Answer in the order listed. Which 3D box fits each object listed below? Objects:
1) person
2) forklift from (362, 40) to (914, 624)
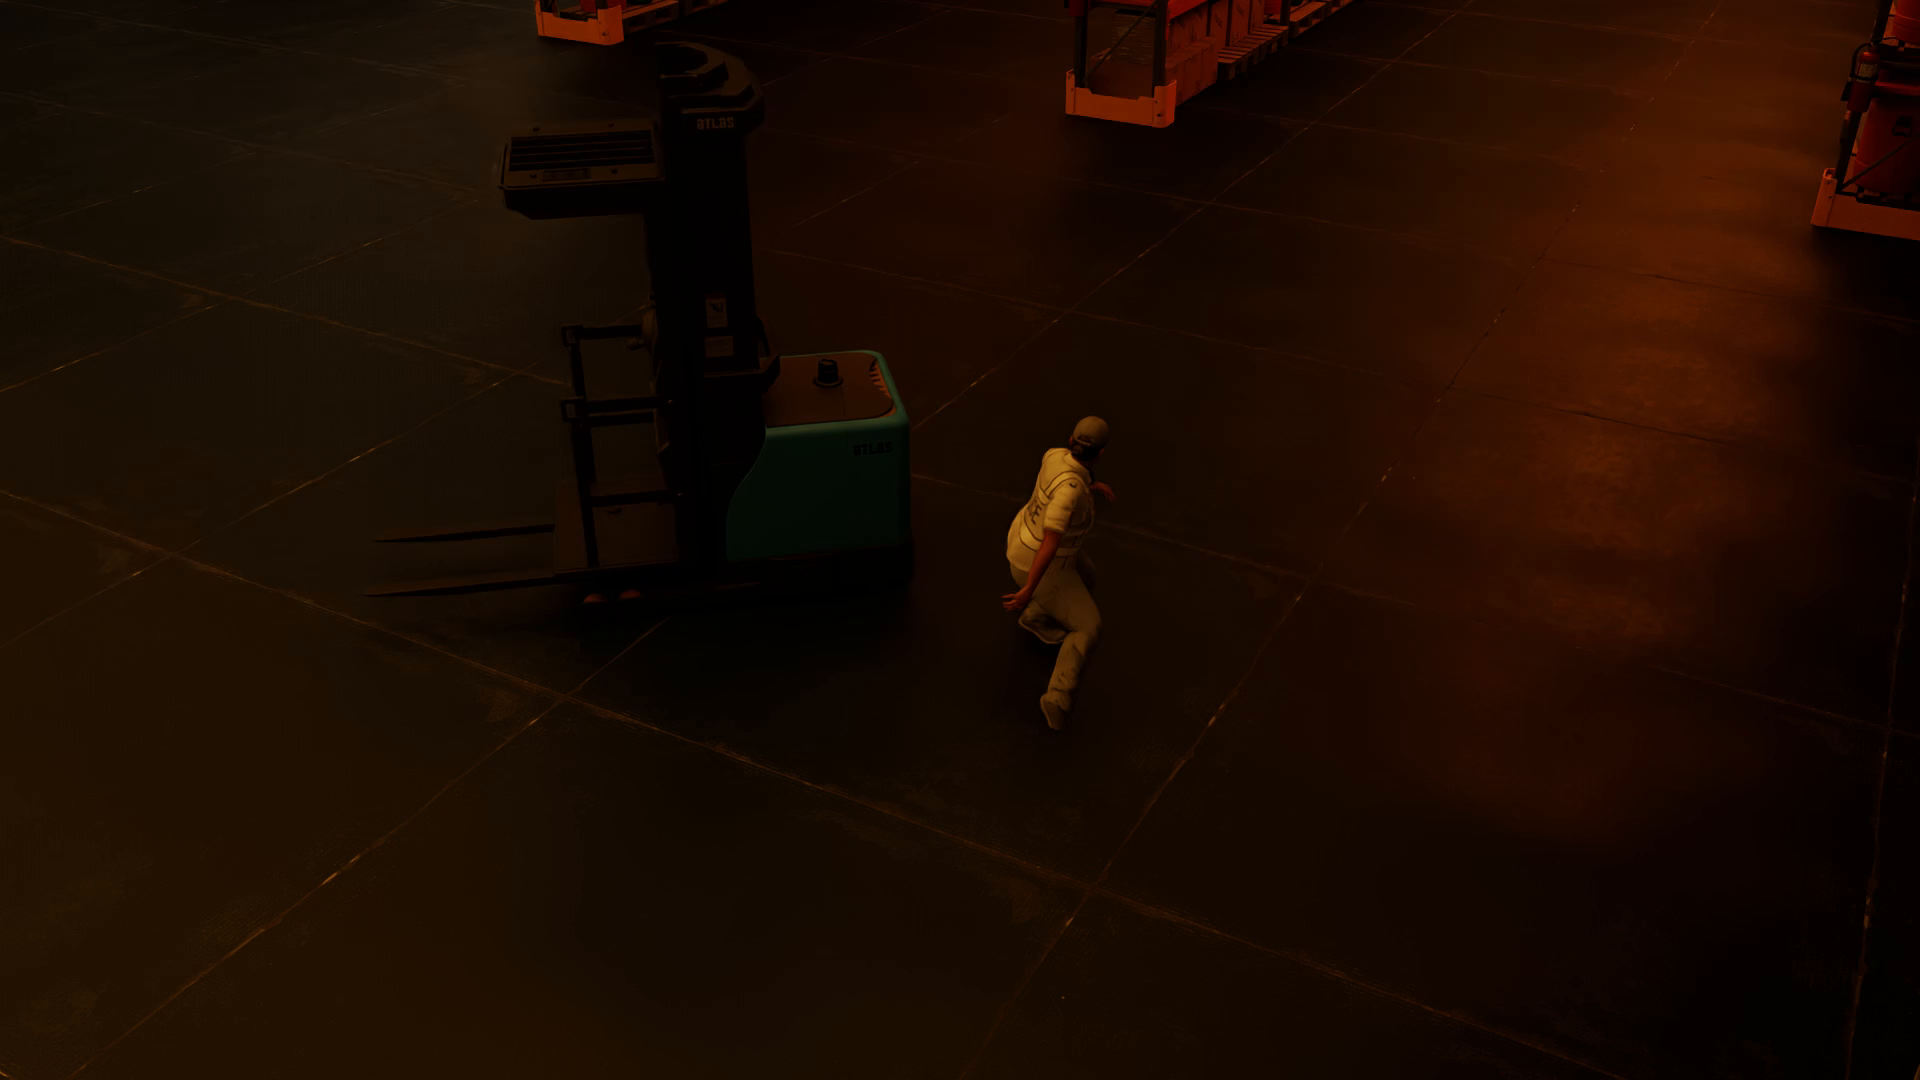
[{"bbox_3d":[0.502,0.138,8.378,0.547,1.610,0.980,3,30,4],"label":"person"},{"bbox_3d":[-1.833,-1.092,8.962,3.031,2.935,1.130,-6,30,-10],"label":"forklift"}]
